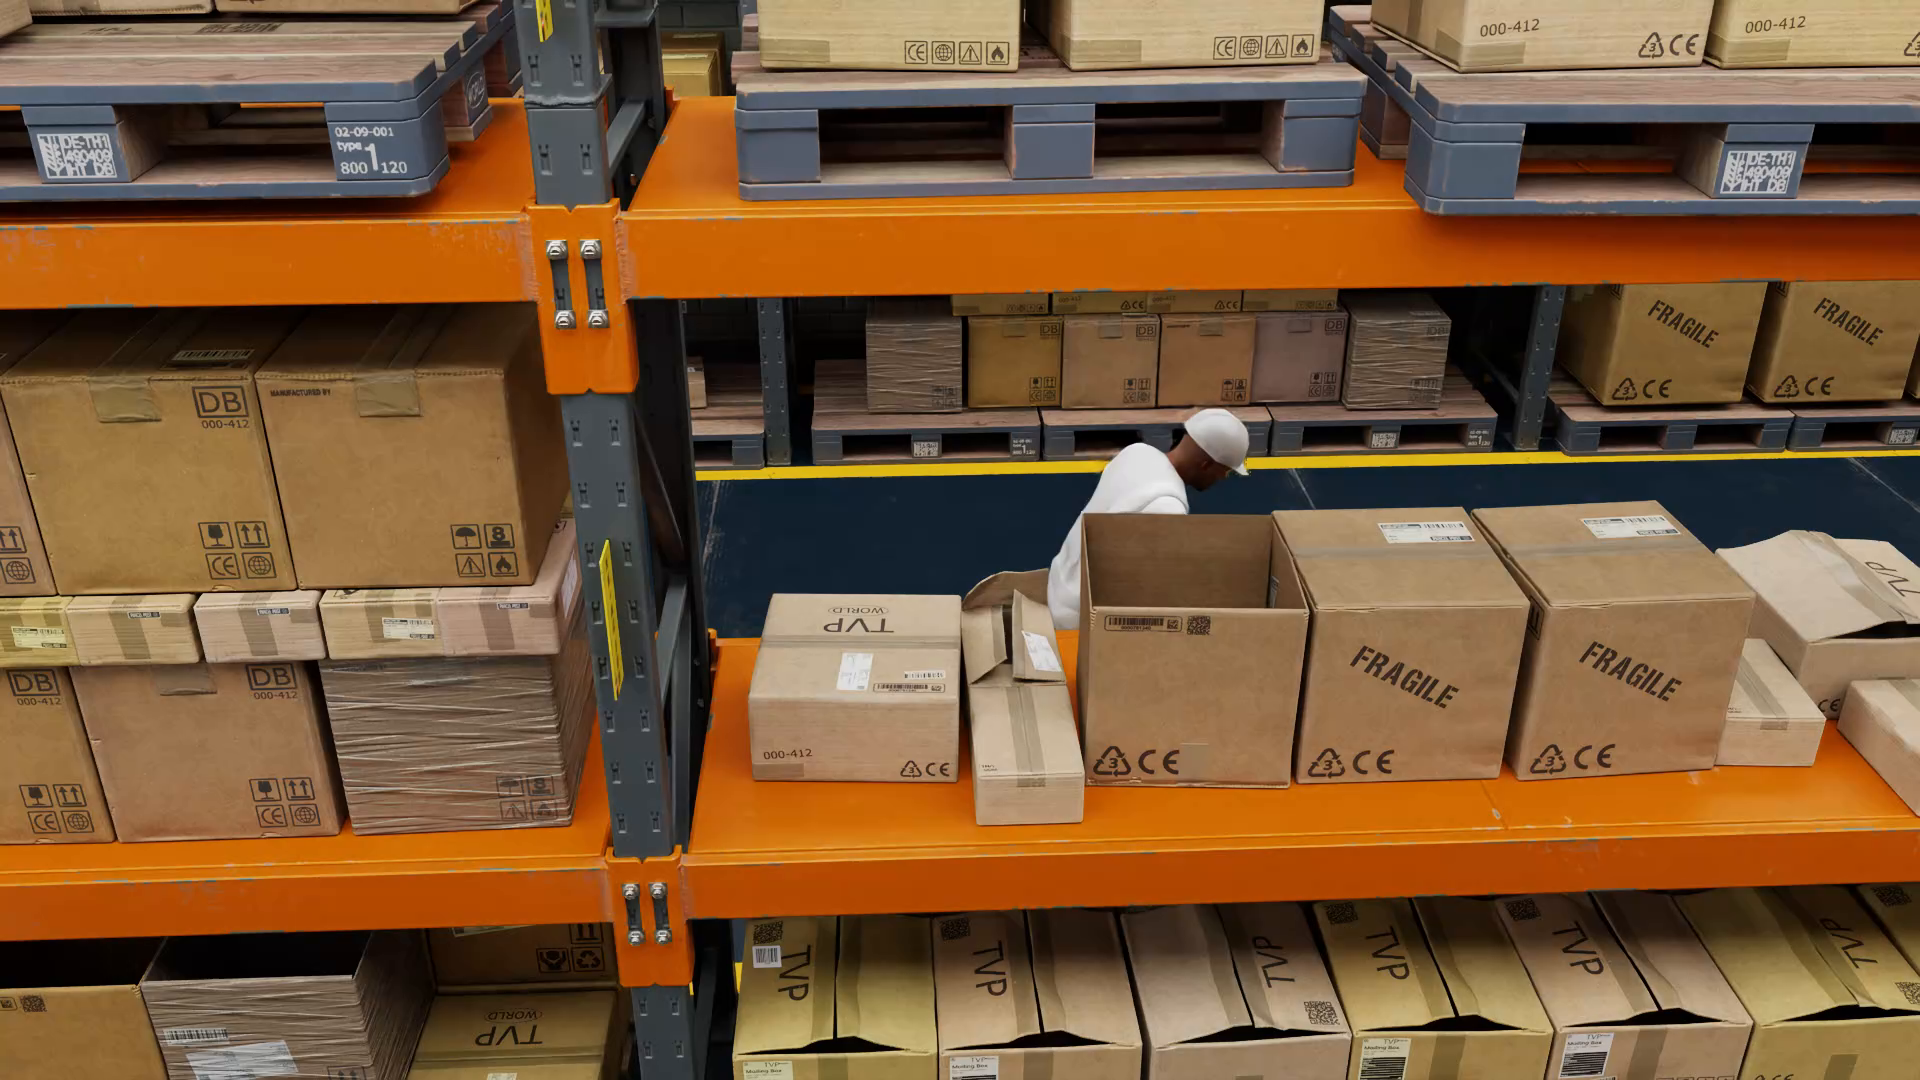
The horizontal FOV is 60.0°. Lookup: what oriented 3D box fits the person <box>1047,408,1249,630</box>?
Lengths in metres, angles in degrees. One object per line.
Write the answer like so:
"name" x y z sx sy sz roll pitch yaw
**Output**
"person" 0.639 0.241 5.900 0.687 1.517 0.627 -1 27 -2
